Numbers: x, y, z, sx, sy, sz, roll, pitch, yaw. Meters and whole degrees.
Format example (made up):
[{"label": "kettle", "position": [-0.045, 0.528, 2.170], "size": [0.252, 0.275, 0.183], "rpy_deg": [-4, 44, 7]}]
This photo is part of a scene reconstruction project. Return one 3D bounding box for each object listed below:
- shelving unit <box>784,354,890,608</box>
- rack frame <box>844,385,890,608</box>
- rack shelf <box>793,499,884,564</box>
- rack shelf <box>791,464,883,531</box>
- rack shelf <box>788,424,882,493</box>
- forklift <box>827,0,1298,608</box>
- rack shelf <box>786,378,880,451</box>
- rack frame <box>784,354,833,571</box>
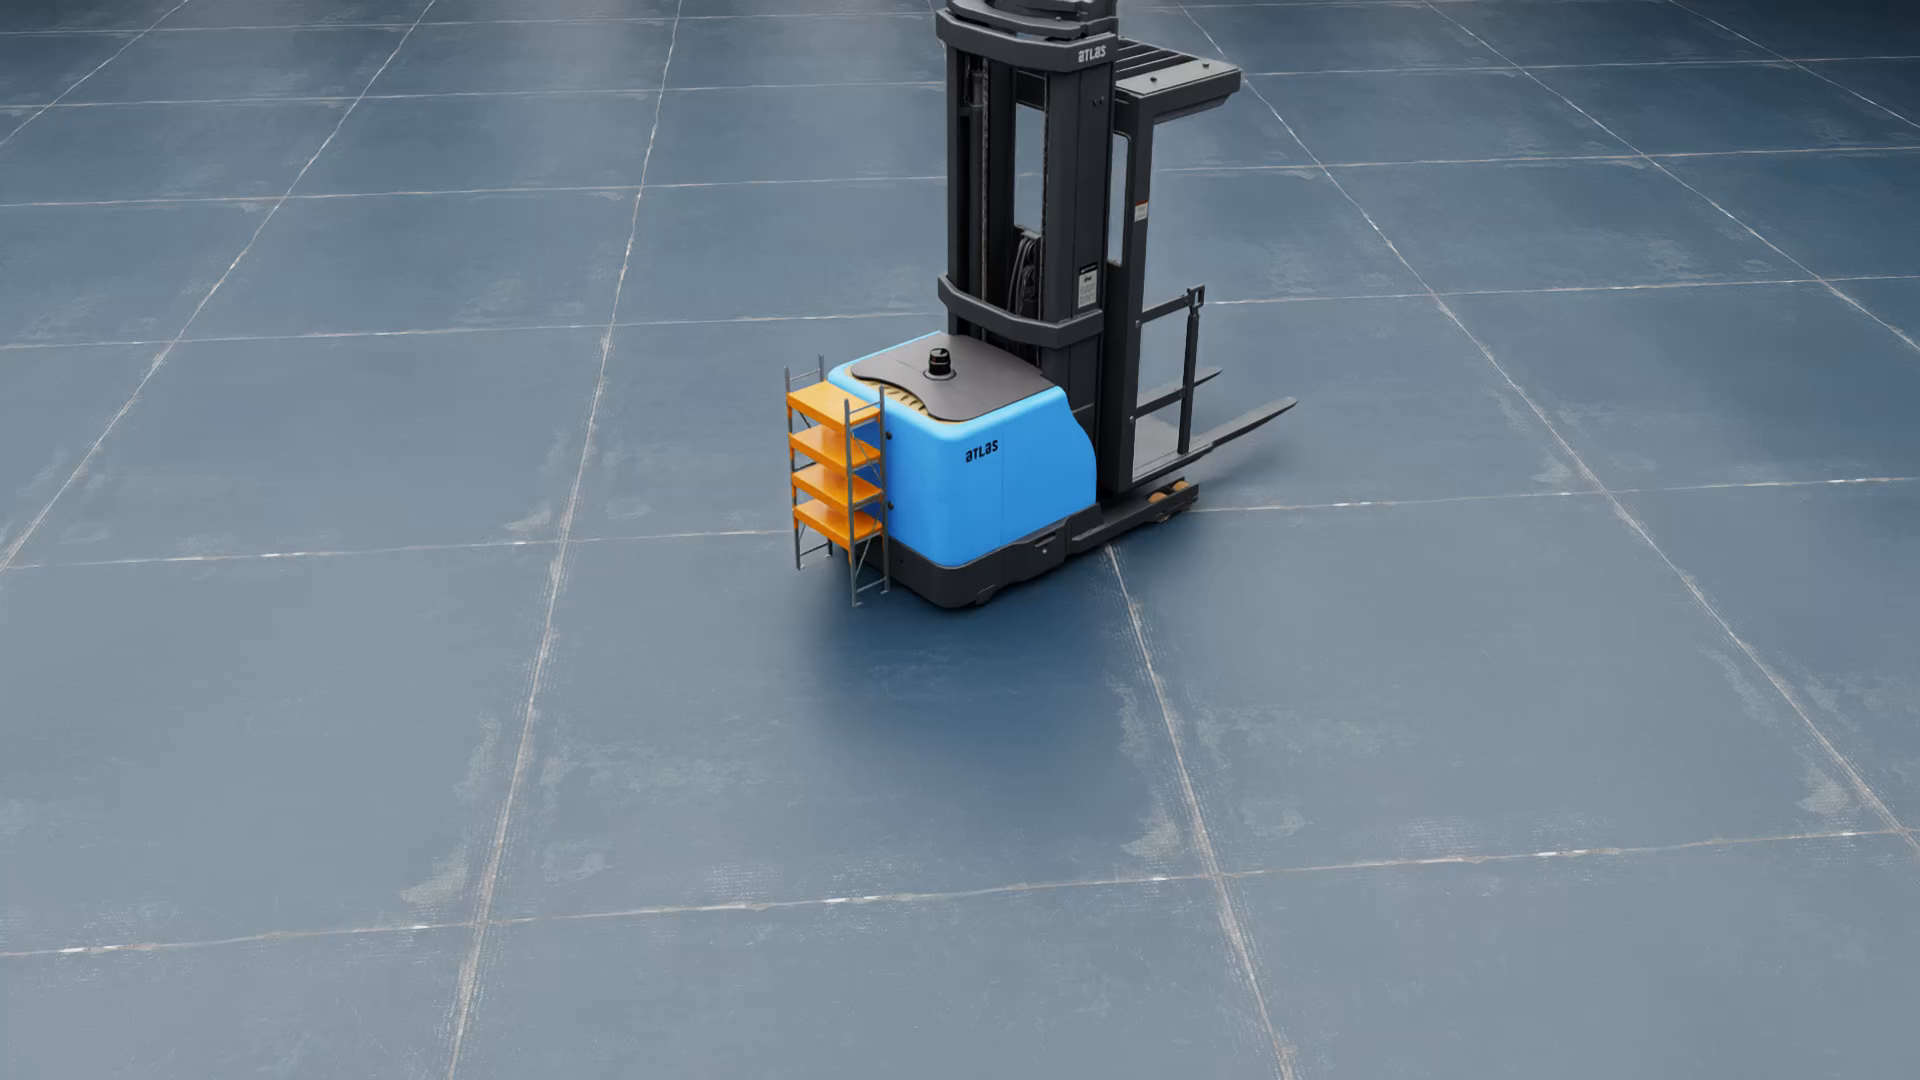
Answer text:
[{"label": "shelving unit", "position": [-0.629, -0.300, 8.581], "size": [0.258, 1.200, 0.503], "rpy_deg": [-24, 39, -35]}, {"label": "rack frame", "position": [-0.468, -0.206, 8.425], "size": [0.240, 1.200, 0.015], "rpy_deg": [-24, 39, -35]}, {"label": "rack shelf", "position": [-0.629, -0.071, 8.718], "size": [0.258, 0.148, 0.480], "rpy_deg": [-24, 39, -35]}, {"label": "rack shelf", "position": [-0.629, -0.242, 8.616], "size": [0.258, 0.148, 0.480], "rpy_deg": [-24, 39, -35]}, {"label": "rack shelf", "position": [-0.629, -0.434, 8.501], "size": [0.258, 0.148, 0.480], "rpy_deg": [-24, 39, -35]}, {"label": "forklift", "position": [0.732, -1.541, 8.971], "size": [3.031, 2.935, 1.130], "rpy_deg": [-24, 39, -35]}, {"label": "rack shelf", "position": [-0.630, -0.637, 8.380], "size": [0.258, 0.148, 0.480], "rpy_deg": [-24, 39, -35]}, {"label": "rack frame", "position": [-0.791, -0.393, 8.738], "size": [0.240, 1.200, 0.015], "rpy_deg": [-24, 39, -35]}]
